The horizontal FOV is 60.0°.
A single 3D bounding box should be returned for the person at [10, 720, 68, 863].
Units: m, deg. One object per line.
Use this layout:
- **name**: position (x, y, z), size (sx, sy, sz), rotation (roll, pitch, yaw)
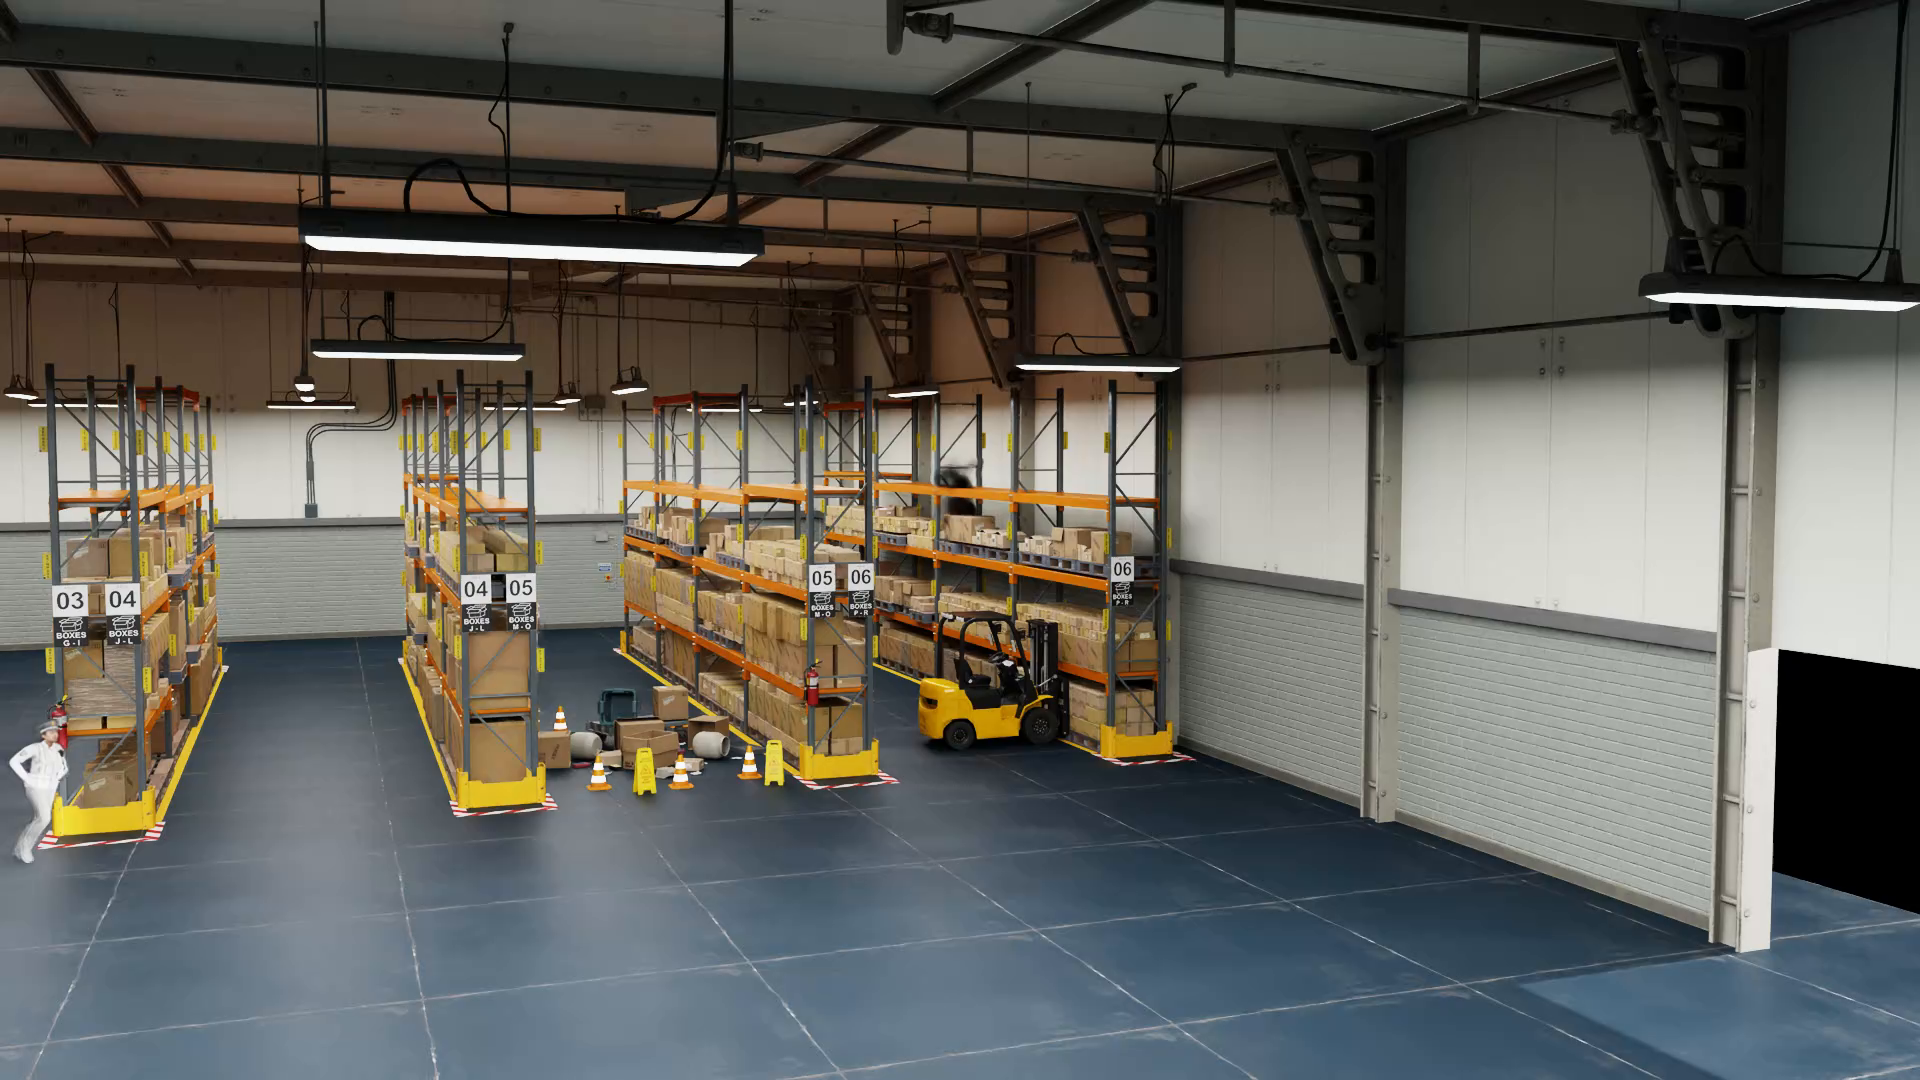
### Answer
- **person**: position (-11.044, 3.007, 20.010), size (0.598, 1.673, 0.600), rotation (1, 4, 18)
